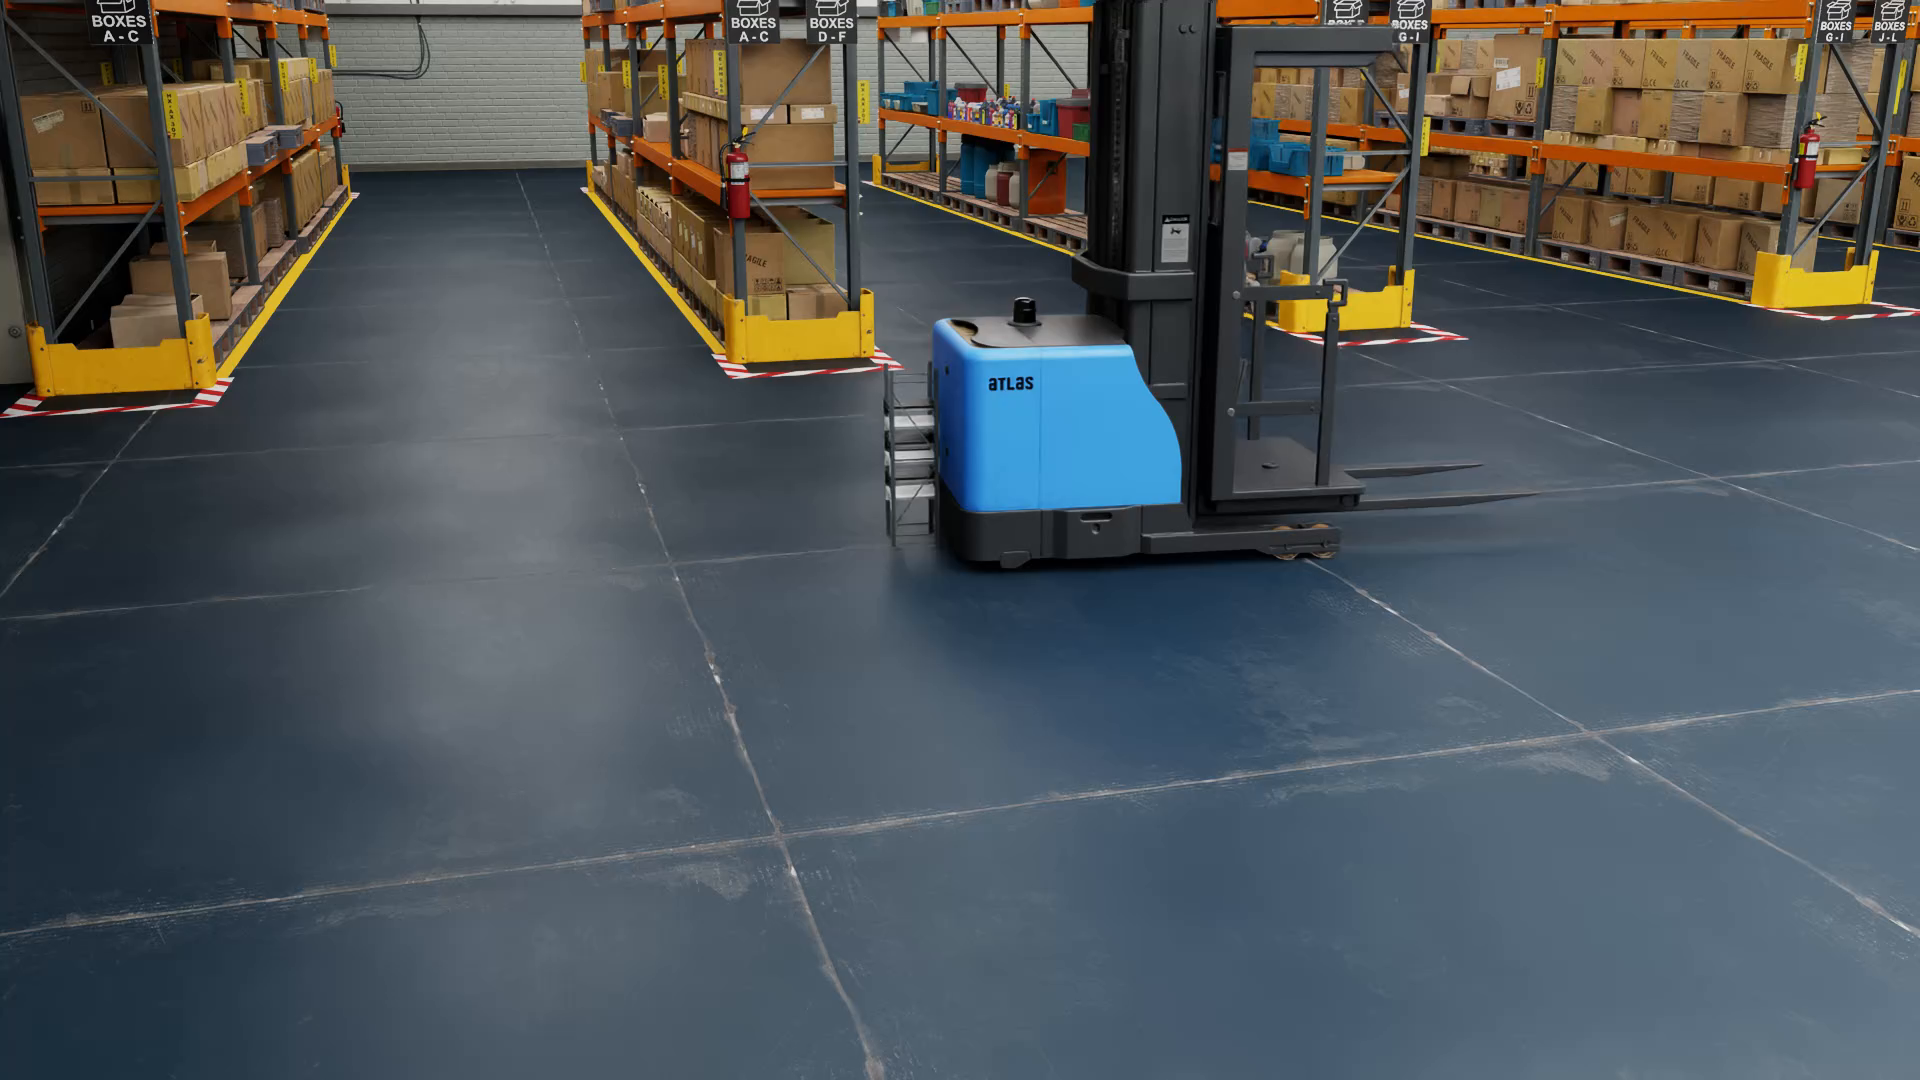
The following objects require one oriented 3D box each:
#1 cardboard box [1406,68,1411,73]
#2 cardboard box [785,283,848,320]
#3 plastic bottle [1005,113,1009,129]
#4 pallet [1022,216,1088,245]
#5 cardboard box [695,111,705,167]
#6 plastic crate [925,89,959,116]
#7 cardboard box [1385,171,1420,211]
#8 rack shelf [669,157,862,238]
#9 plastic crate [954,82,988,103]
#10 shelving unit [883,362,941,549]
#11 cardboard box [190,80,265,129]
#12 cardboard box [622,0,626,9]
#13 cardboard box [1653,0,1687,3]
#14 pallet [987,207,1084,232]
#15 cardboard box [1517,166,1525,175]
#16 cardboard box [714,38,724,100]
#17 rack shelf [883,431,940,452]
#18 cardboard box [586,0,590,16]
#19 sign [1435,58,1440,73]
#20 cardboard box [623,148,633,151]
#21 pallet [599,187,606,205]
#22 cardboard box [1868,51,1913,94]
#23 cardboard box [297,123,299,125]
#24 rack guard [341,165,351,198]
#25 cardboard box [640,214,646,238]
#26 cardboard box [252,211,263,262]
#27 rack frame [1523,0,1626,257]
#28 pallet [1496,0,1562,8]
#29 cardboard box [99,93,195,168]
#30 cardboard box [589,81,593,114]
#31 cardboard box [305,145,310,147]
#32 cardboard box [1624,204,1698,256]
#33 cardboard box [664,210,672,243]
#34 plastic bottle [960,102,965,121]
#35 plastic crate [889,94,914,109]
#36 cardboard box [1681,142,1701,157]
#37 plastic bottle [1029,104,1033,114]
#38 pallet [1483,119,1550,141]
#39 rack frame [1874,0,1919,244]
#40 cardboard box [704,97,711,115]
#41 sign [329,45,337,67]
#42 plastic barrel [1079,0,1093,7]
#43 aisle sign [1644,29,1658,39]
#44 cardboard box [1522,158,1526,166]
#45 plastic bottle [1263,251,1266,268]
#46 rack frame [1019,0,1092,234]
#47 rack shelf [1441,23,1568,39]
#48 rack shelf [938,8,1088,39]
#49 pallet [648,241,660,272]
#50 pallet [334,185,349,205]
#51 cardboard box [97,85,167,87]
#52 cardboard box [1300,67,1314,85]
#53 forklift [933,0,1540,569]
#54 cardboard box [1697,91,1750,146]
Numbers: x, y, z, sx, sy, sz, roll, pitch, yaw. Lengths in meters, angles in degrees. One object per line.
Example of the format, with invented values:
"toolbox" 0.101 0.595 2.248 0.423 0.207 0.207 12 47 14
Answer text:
"cardboard box" 8.494 -8.535 30.962 0.500 0.500 0.500 -4 17 -13
"cardboard box" -1.223 -1.969 13.843 0.500 0.250 0.500 -5 17 -15
"plastic bottle" 0.650 -5.629 22.324 0.097 0.201 0.097 0 17 0
"pallet" 1.451 -3.969 21.300 1.003 0.211 1.213 -5 17 -15
"cardboard box" -2.109 -3.806 15.733 0.700 0.500 0.500 -5 17 -16
"plastic crate" -0.280 -6.752 25.639 0.392 0.384 0.575 -5 17 -15
"cardboard box" 6.241 -4.744 22.610 0.700 0.500 0.500 -6 18 -18
"rack shelf" -1.839 -3.127 14.900 1.077 0.370 4.000 -5 17 -15
"plastic crate" 0.172 -6.955 26.176 0.402 0.464 0.583 -5 17 -15
"shelving unit" -0.240 -0.422 8.292 0.258 0.900 0.210 -3 17 -9
"cardboard box" -7.931 -4.716 17.999 0.700 0.500 0.500 -6 18 -20
"cardboard box" -3.640 -6.734 20.269 0.910 0.500 0.500 -5 17 -15
"cardboard box" 7.444 -5.598 16.921 0.500 0.250 0.500 -5 17 -16
"pallet" 1.019 -4.402 22.738 1.003 0.211 1.213 -5 17 -15
"cardboard box" 9.871 -6.420 28.836 0.380 0.149 0.250 -4 17 -14
"cardboard box" -1.709 -4.017 14.183 0.700 0.500 0.500 -5 17 -15
"rack shelf" -0.241 -0.476 8.276 0.258 0.077 0.200 -3 17 -9
"cardboard box" -5.526 -8.270 25.815 0.500 0.250 0.500 -5 17 -15
"sign" 6.557 -6.476 22.922 0.100 0.325 0.005 -5 17 -15
"cardboard box" -5.300 -6.227 27.549 0.500 0.500 0.500 -5 17 -15
"pallet" -5.114 -5.431 26.165 1.003 0.211 1.213 -5 17 -15
"cardboard box" 11.792 -5.835 20.752 0.700 0.500 0.500 -5 17 -16
"cardboard box" -8.677 -5.309 21.313 0.380 0.149 0.250 -5 17 -17
"rack guard" -10.455 -5.761 26.763 1.175 0.500 0.348 -5 17 -15
"cardboard box" -3.487 -3.709 19.635 0.500 0.250 0.500 -5 17 -17
"cardboard box" -7.660 -3.132 17.244 0.700 0.500 0.500 -4 17 -15
"rack frame" 7.137 -4.807 19.242 1.000 3.000 0.127 -5 17 -15
"pallet" 7.070 -6.333 19.434 1.213 0.211 1.003 -5 17 -15
"cardboard box" -5.894 -2.979 12.077 0.500 0.500 0.500 -5 17 -15
"cardboard box" -5.671 -7.107 26.723 0.500 0.500 0.500 -5 17 -16
"cardboard box" -10.387 -6.100 26.031 0.380 0.149 0.250 -5 17 -15
"cardboard box" 7.620 -3.374 18.086 0.500 0.500 0.500 -6 18 -20
"cardboard box" -2.776 -3.267 17.190 0.500 0.311 0.500 -5 17 -15
"plastic bottle" 0.043 -6.273 24.347 0.097 0.271 0.097 0 17 0
"plastic crate" -0.991 -7.407 28.084 0.416 0.233 0.300 -5 17 -15
"cardboard box" 7.600 -3.988 16.950 0.380 0.149 0.250 -5 17 -15
"plastic bottle" 0.937 -6.023 23.374 0.144 0.351 0.185 -5 17 -15
"pallet" 7.067 -4.938 20.012 1.003 0.211 1.213 -5 17 -15
"rack frame" 11.934 -5.172 20.455 1.000 3.000 0.127 -5 17 -15
"cardboard box" -2.072 -3.866 14.807 0.380 0.149 0.250 -5 17 -16
"sign" -9.923 -7.659 26.311 0.100 0.325 0.005 -5 17 -15
"plastic barrel" 1.667 -6.578 19.051 0.600 0.901 0.708 -5 17 -15
"aisle sign" 13.646 -10.200 32.675 0.394 0.787 0.004 -5 17 -15
"cardboard box" 9.788 -6.551 28.756 0.380 0.149 0.250 -5 17 -15
"plastic bottle" 3.127 -2.856 16.845 0.097 0.201 0.097 0 17 0
"rack frame" 1.276 -5.522 21.622 1.000 3.000 0.127 -5 17 -15
"rack shelf" 9.186 -9.030 29.335 1.077 0.370 4.000 -5 17 -15
"rack shelf" 0.726 -7.168 23.136 1.077 0.370 4.000 -5 17 -15
"pallet" -2.968 -3.229 18.833 1.003 0.211 1.213 -5 17 -15
"pallet" -10.153 -5.401 26.067 1.003 0.211 1.213 -5 17 -15
"cardboard box" -7.084 -3.640 14.277 0.500 0.500 0.500 -5 17 -16
"cardboard box" 5.486 -7.011 24.661 0.797 0.503 0.637 -4 17 -13
"forklift" 1.414 -1.451 8.187 3.031 2.935 1.130 -3 17 -9
"cardboard box" 7.859 -4.174 16.444 0.875 0.500 0.500 -5 17 -15
